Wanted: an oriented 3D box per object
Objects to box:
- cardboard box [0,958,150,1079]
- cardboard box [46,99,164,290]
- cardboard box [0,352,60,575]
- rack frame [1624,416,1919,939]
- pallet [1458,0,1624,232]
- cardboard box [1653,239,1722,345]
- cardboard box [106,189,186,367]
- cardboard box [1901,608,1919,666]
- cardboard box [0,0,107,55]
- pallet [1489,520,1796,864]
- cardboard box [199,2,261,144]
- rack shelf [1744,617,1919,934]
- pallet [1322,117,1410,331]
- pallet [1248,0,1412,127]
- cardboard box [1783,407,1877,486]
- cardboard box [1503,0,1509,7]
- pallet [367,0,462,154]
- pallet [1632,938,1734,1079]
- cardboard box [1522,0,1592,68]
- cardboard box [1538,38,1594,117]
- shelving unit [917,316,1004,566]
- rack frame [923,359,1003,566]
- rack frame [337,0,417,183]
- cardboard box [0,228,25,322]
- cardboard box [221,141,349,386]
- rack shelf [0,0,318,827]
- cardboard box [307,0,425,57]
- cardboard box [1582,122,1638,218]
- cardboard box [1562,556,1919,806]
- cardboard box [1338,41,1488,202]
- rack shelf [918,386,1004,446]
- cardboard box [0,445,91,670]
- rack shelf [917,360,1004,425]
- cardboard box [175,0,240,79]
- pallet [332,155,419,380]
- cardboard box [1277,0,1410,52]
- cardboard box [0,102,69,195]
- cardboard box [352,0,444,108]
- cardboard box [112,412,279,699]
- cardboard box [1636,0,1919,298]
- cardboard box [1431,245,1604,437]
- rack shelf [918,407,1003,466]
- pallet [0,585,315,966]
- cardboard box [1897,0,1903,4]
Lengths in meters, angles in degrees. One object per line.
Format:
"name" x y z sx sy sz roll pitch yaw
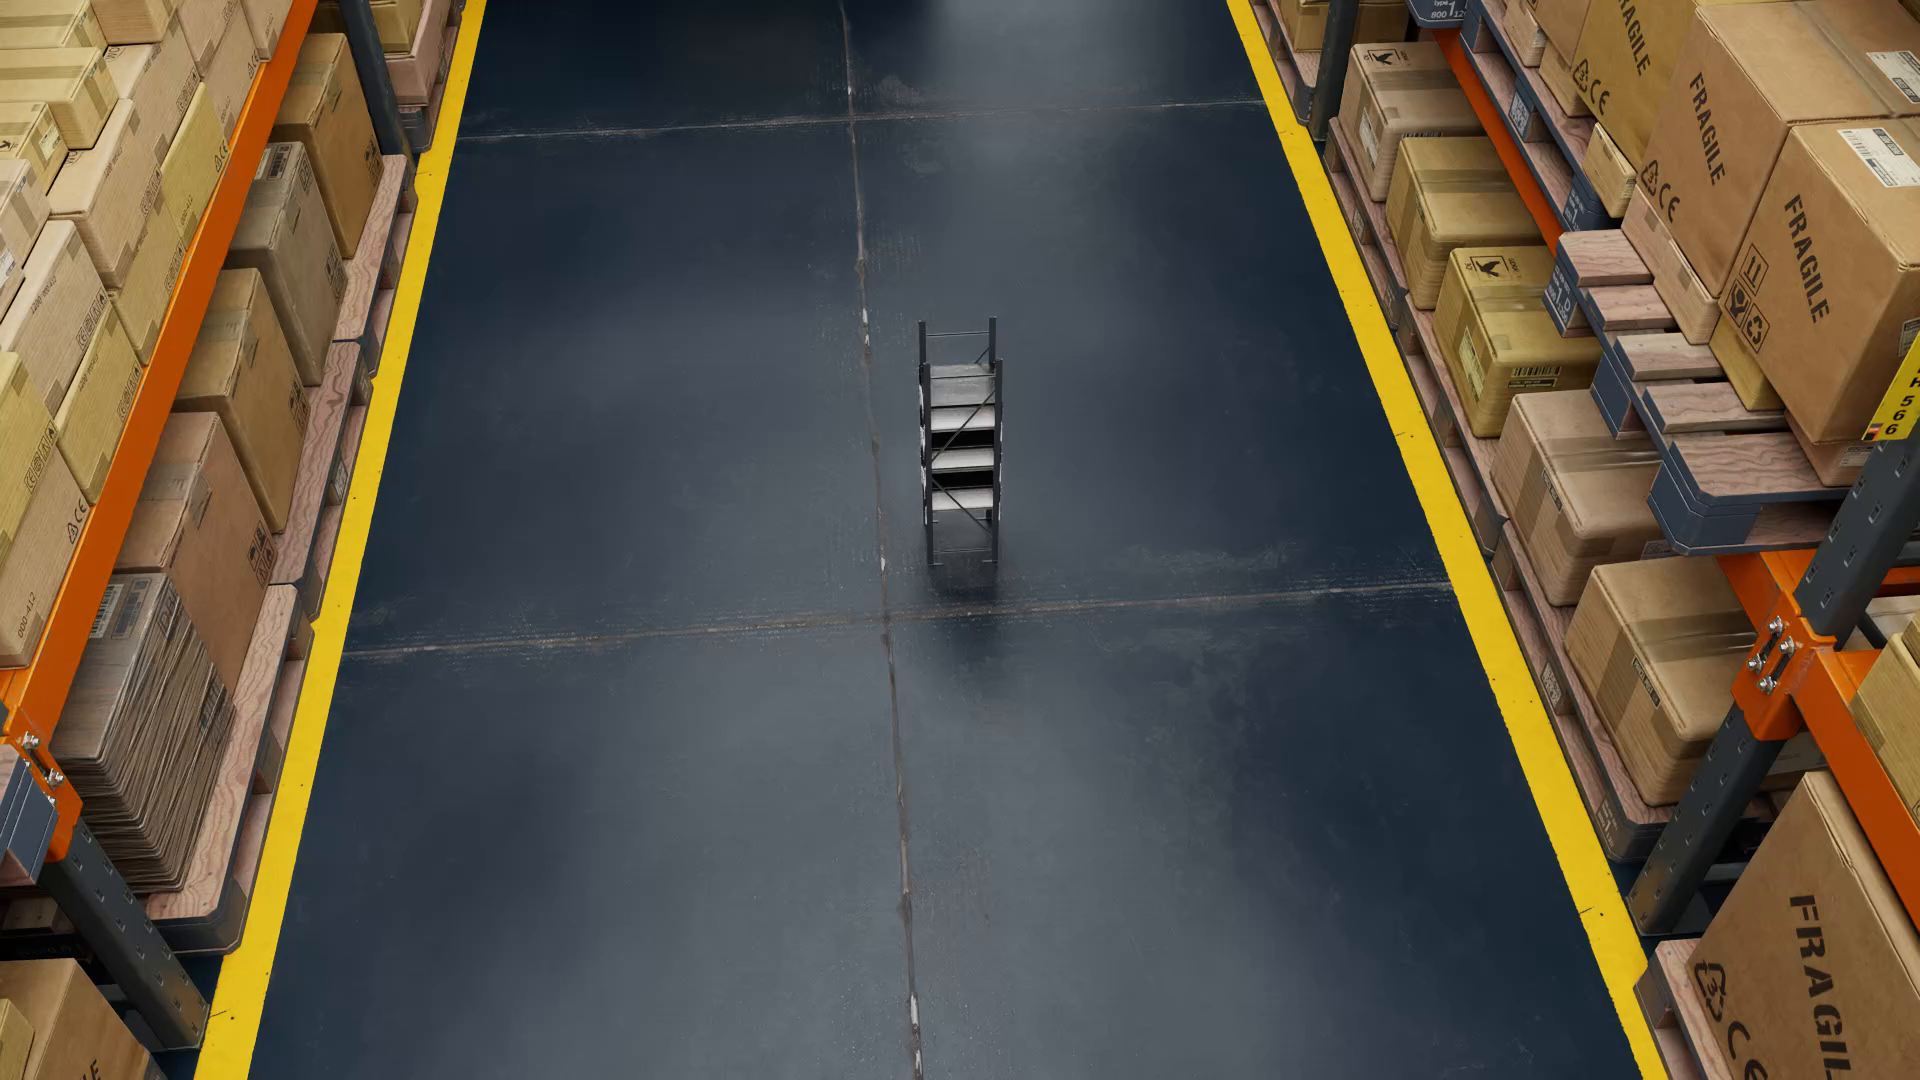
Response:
"cardboard box" -2.288 1.328 3.858 0.500 0.500 0.500 -2 47 -2
"cardboard box" -2.398 -0.878 4.274 0.500 0.250 0.500 -5 47 -4
"cardboard box" -2.306 -0.137 3.573 0.500 0.250 0.500 -4 47 -3
"rack frame" 2.409 0.016 3.669 1.000 3.000 0.127 -3 47 -3
"pallet" 2.202 -1.348 5.093 1.003 0.211 1.213 -3 47 -3
"cardboard box" 1.986 -0.634 4.168 0.380 0.149 0.250 -4 47 -4
"cardboard box" -2.418 -0.700 4.451 0.500 0.250 0.500 -5 47 -5
"cardboard box" 2.205 0.277 3.180 0.500 0.250 0.500 -4 47 -4
"cardboard box" -2.507 -1.301 4.401 0.380 0.149 0.250 -3 47 -3
"pallet" 2.345 0.409 5.217 1.003 0.211 1.213 -3 47 -3
"cardboard box" -2.511 -1.449 5.159 0.500 0.250 0.500 -3 47 -3
"rack shelf" 2.576 1.710 2.560 1.077 0.370 4.000 -3 47 -3
"pallet" 2.140 -1.356 6.889 1.003 0.211 1.213 -3 47 -3
"pallet" 1.982 -2.403 7.880 1.003 0.211 1.213 -3 47 -3
"cardboard box" 2.147 -0.265 3.819 0.380 0.149 0.250 -2 47 -2
"cardboard box" 1.916 -1.768 5.242 0.380 0.149 0.250 -3 47 -3
"pallet" -2.897 -2.193 7.681 1.003 0.211 1.213 -3 47 -3
"pallet" 2.399 1.550 4.137 1.003 0.211 1.213 -3 47 -3
"cardboard box" 1.951 -1.710 4.741 0.500 0.500 0.500 -5 47 -5
"cardboard box" 1.938 -1.381 4.876 0.380 0.149 0.250 -5 47 -5
"shelving unit" 0.001 -0.304 5.418 0.258 0.900 0.210 -3 47 -3
"rack frame" 0.009 -0.230 5.348 0.240 0.900 0.006 -3 47 -3
"rack frame" -2.872 -2.574 6.121 1.000 3.000 0.127 -3 47 -3
"cardboard box" -2.341 -0.563 3.702 0.380 0.149 0.250 -2 47 -2
"cardboard box" -2.760 -0.963 5.942 0.875 0.625 0.625 -4 47 -4
"rack shelf" -2.705 -0.879 5.012 1.077 0.370 4.000 -3 47 -3
"cardboard box" -2.605 -2.313 7.135 0.500 0.250 0.500 -4 47 -3
"cardboard box" 1.936 -1.015 4.529 0.380 0.149 0.250 -3 47 -3
"cardboard box" 2.371 0.366 4.858 0.950 0.372 0.625 -6 47 -6
"cardboard box" 2.120 -1.739 6.852 0.950 0.372 0.625 -3 47 -3
"rack shelf" 0.001 -0.404 5.311 0.258 0.077 0.200 -3 47 -3
"cardboard box" -2.331 0.036 3.753 0.500 0.250 0.500 -3 47 -3
"rack shelf" 0.001 -0.466 5.246 0.258 0.077 0.200 -3 47 -3
"cardboard box" -2.489 -1.612 4.970 0.500 0.250 0.500 -3 47 -3
"pallet" -2.772 -1.084 6.631 1.003 0.211 1.213 -3 47 -3
"cardboard box" 1.756 -2.488 7.645 0.500 0.250 0.500 -2 47 -1
"cardboard box" -2.427 -0.931 4.050 0.380 0.149 0.250 -3 47 -3
"cardboard box" -2.583 -2.143 7.318 0.500 0.250 0.500 -3 47 -3
"cardboard box" -2.639 0.068 4.966 0.875 0.625 0.625 -2 47 -2
"cardboard box" 2.039 -0.950 4.021 0.500 0.500 0.500 -4 47 -4
"cardboard box" 2.244 -0.717 5.883 0.950 0.372 0.625 -2 47 -2
"rack shelf" 0.001 -0.343 5.377 0.258 0.077 0.200 -3 47 -3
"pallet" -2.567 0.681 4.959 1.003 0.211 1.213 -3 47 -3
"cardboard box" 2.500 -1.365 4.414 0.500 0.500 0.500 -3 47 -3
